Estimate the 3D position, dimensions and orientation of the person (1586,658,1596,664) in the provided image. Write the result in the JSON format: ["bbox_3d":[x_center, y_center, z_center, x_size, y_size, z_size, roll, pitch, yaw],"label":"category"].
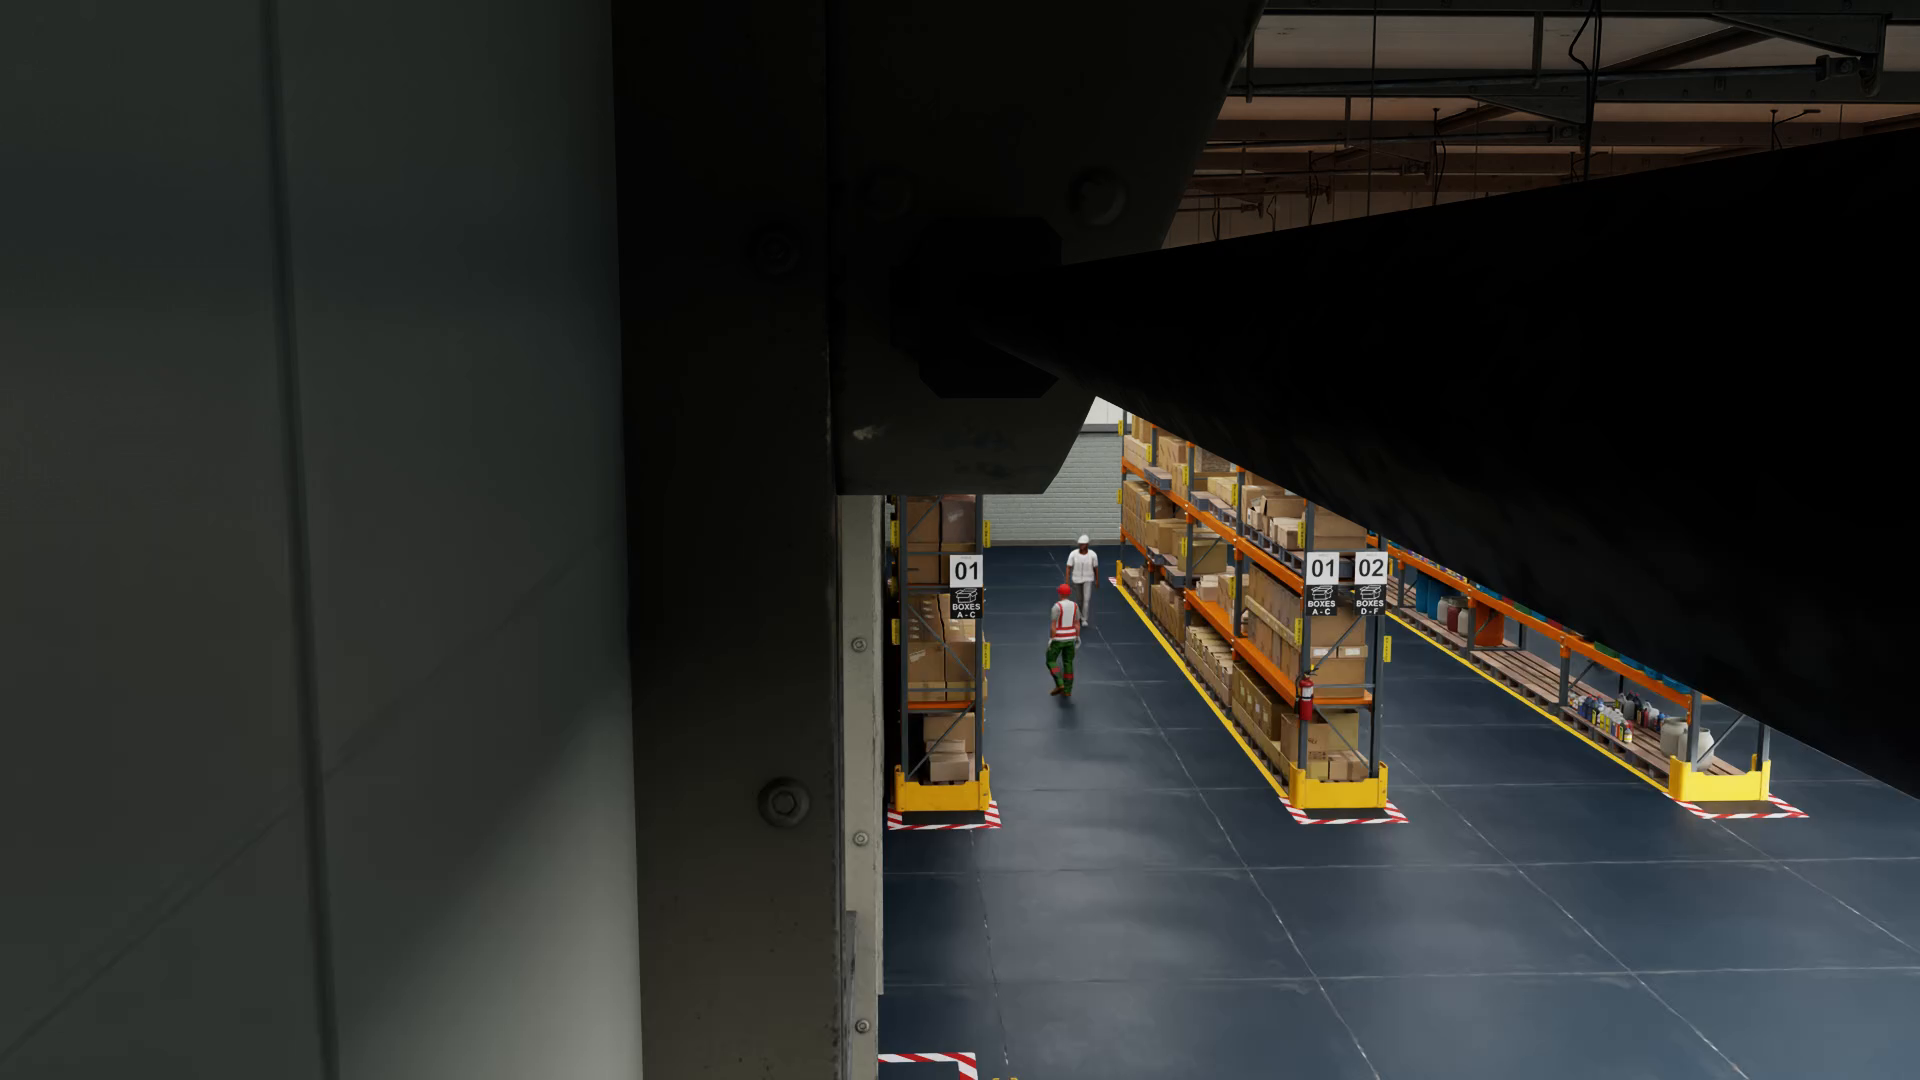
[{"bbox_3d":[10.936,1.314,28.561,0.494,1.656,0.460,1,8,4],"label":"person"}]

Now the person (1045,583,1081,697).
[{"bbox_3d":[1.651,1.582,26.269,0.598,1.791,0.465,-4,10,-27],"label":"person"}]

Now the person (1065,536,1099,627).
[{"bbox_3d":[2.328,0.777,31.885,0.607,1.707,1.063,2,9,15],"label":"person"}]
